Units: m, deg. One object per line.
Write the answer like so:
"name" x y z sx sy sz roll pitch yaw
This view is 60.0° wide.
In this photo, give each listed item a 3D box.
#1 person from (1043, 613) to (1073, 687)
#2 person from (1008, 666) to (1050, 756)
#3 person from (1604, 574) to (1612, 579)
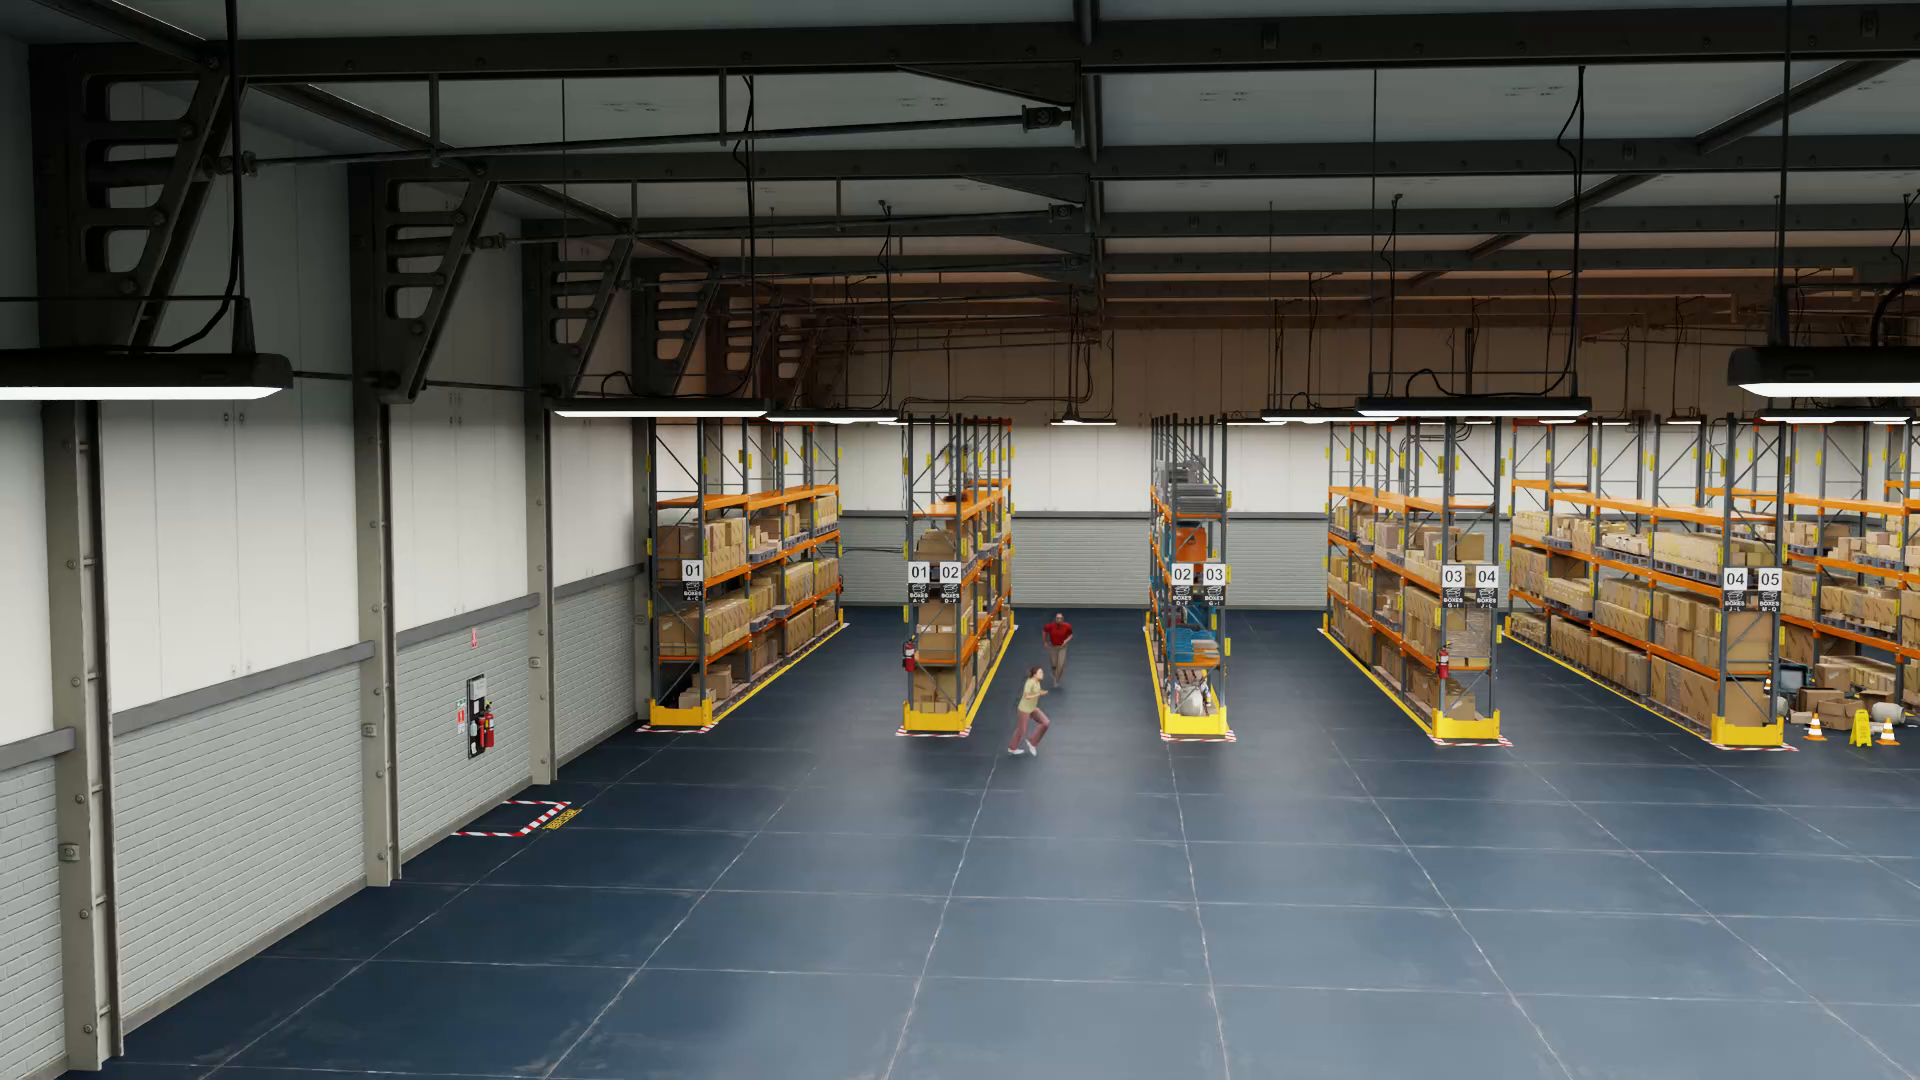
"person" 2.171 2.434 36.919 0.655 1.660 0.762 0 4 -5
"person" 1.186 2.953 28.824 0.842 1.587 0.561 3 5 36
"person" 17.593 1.809 45.098 0.635 1.753 0.907 -2 4 -24
